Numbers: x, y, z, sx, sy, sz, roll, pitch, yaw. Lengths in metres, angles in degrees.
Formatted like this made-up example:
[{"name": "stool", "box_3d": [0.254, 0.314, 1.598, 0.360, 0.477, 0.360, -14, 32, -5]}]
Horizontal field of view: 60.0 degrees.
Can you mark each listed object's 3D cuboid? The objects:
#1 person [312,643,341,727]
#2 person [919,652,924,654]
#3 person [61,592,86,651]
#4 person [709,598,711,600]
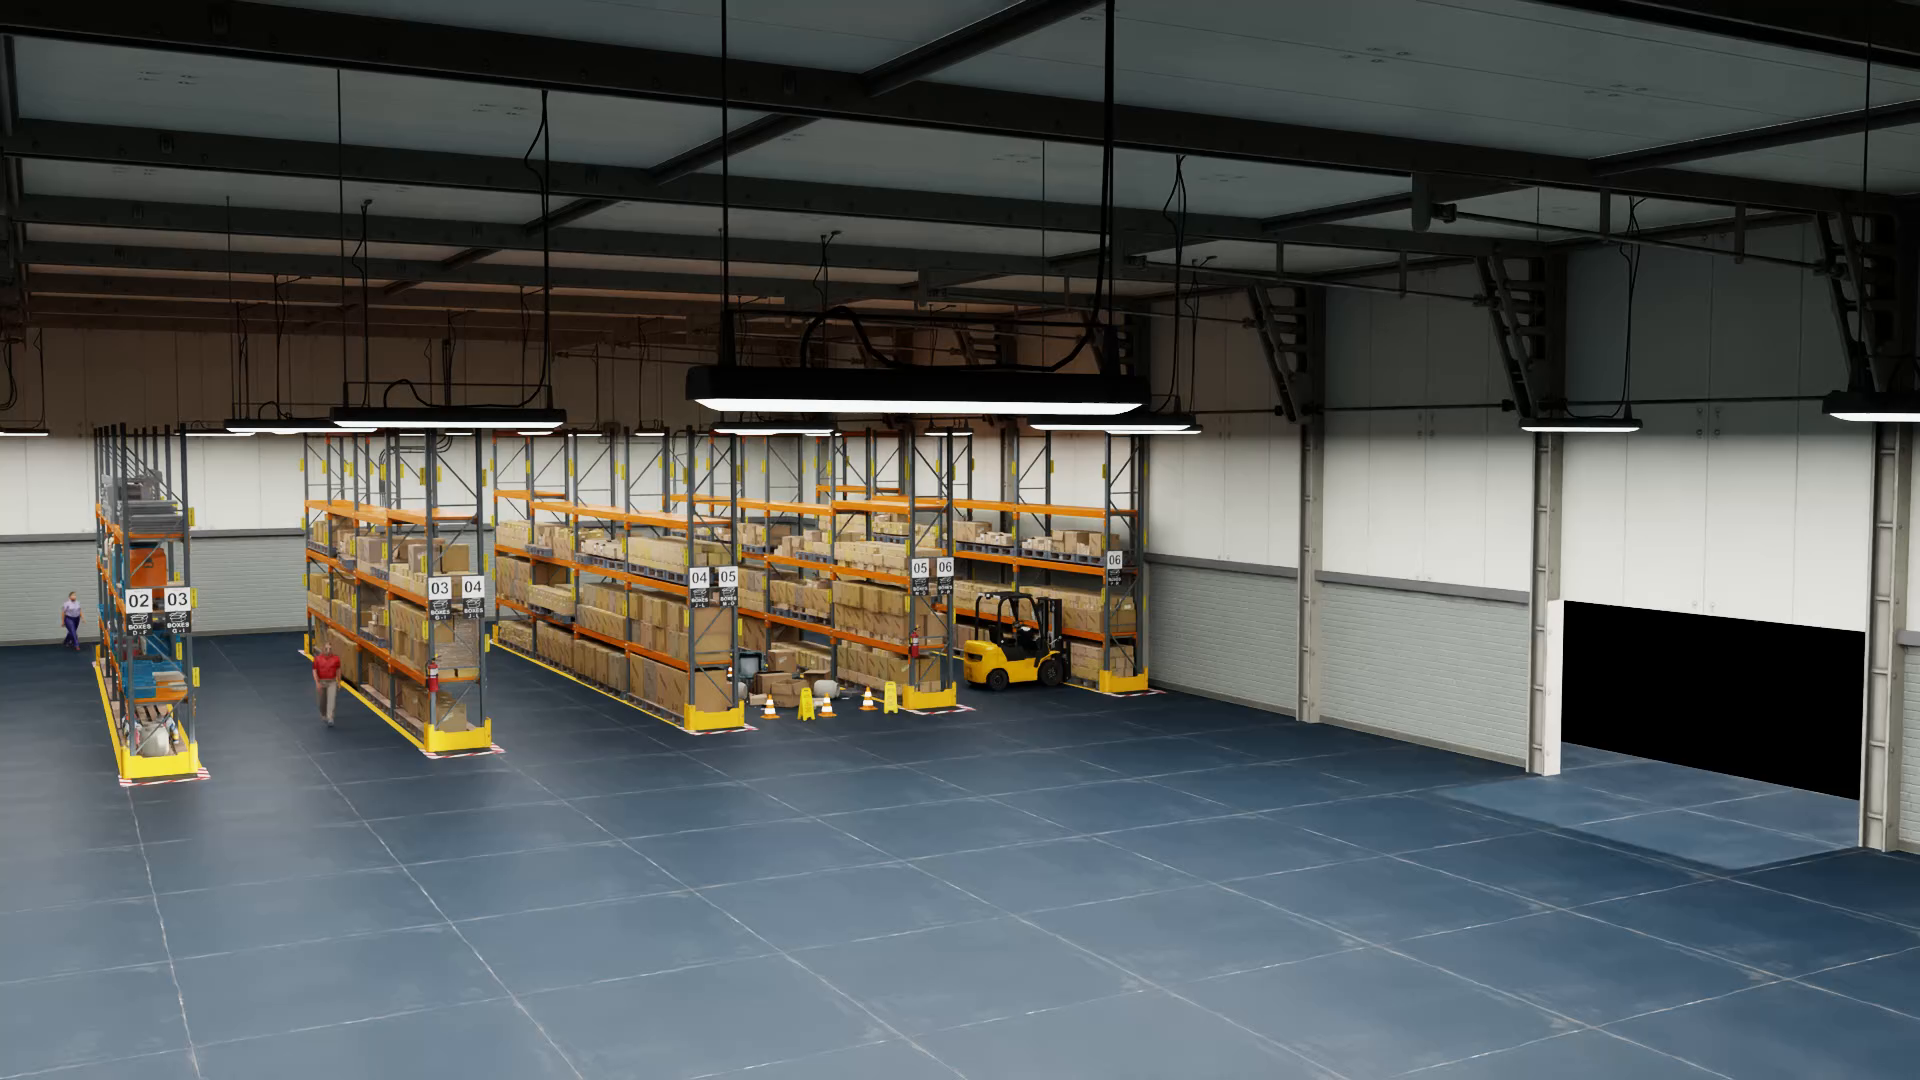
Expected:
[{"name": "person", "box_3d": [-12.674, 2.879, 33.263, 0.529, 1.644, 1.139, -1, 4, -19]}, {"name": "person", "box_3d": [-1.044, 2.499, 39.514, 0.546, 1.654, 0.492, -1, 4, -21]}, {"name": "person", "box_3d": [-24.058, 2.182, 45.051, 1.081, 1.582, 0.515, 2, 4, 27]}, {"name": "person", "box_3d": [-6.308, 2.323, 41.390, 0.569, 1.770, 0.461, -2, 4, -32]}]
